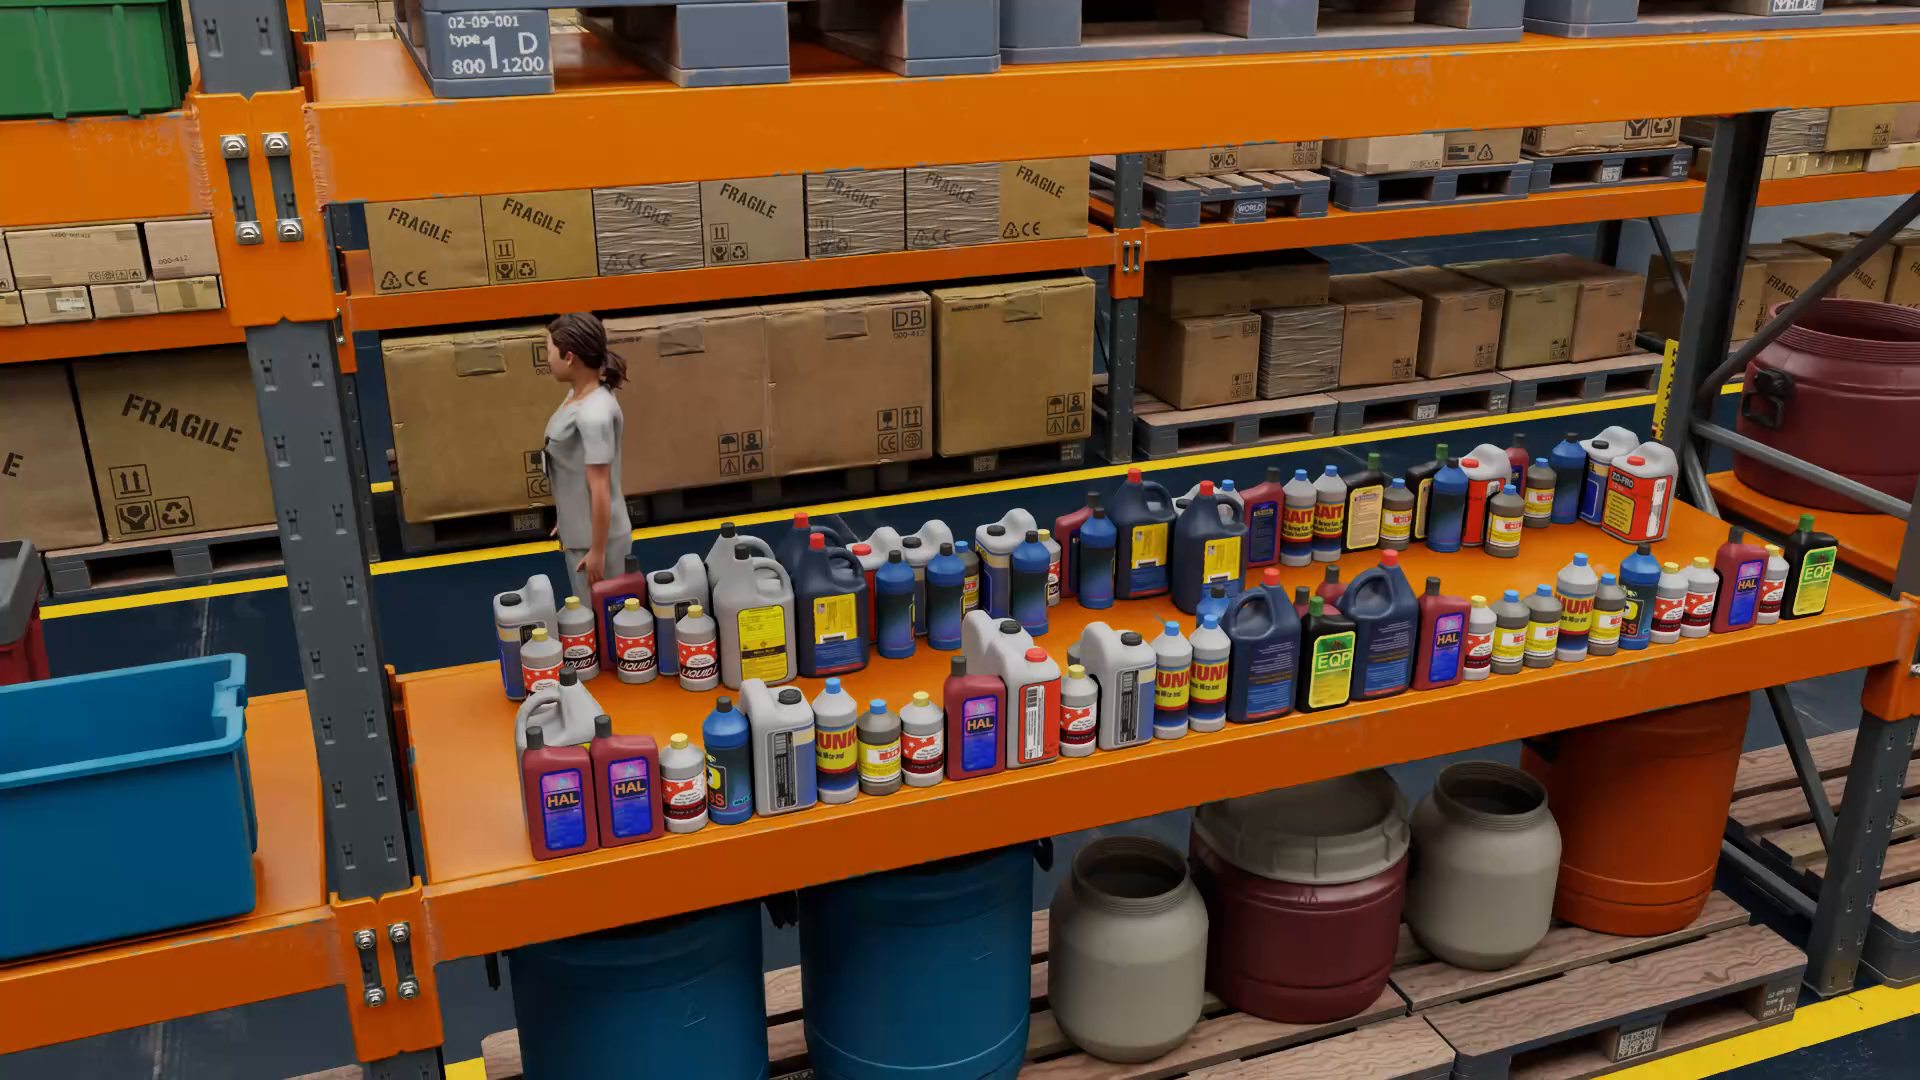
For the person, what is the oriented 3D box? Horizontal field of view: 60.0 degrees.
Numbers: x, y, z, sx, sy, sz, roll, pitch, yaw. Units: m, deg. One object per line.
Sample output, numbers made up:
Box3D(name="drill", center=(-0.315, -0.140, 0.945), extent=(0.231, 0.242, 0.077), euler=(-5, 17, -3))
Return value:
Box3D(name="person", center=(-1.347, 0.003, 6.079), extent=(0.392, 1.700, 0.496), euler=(-8, 24, -18))
